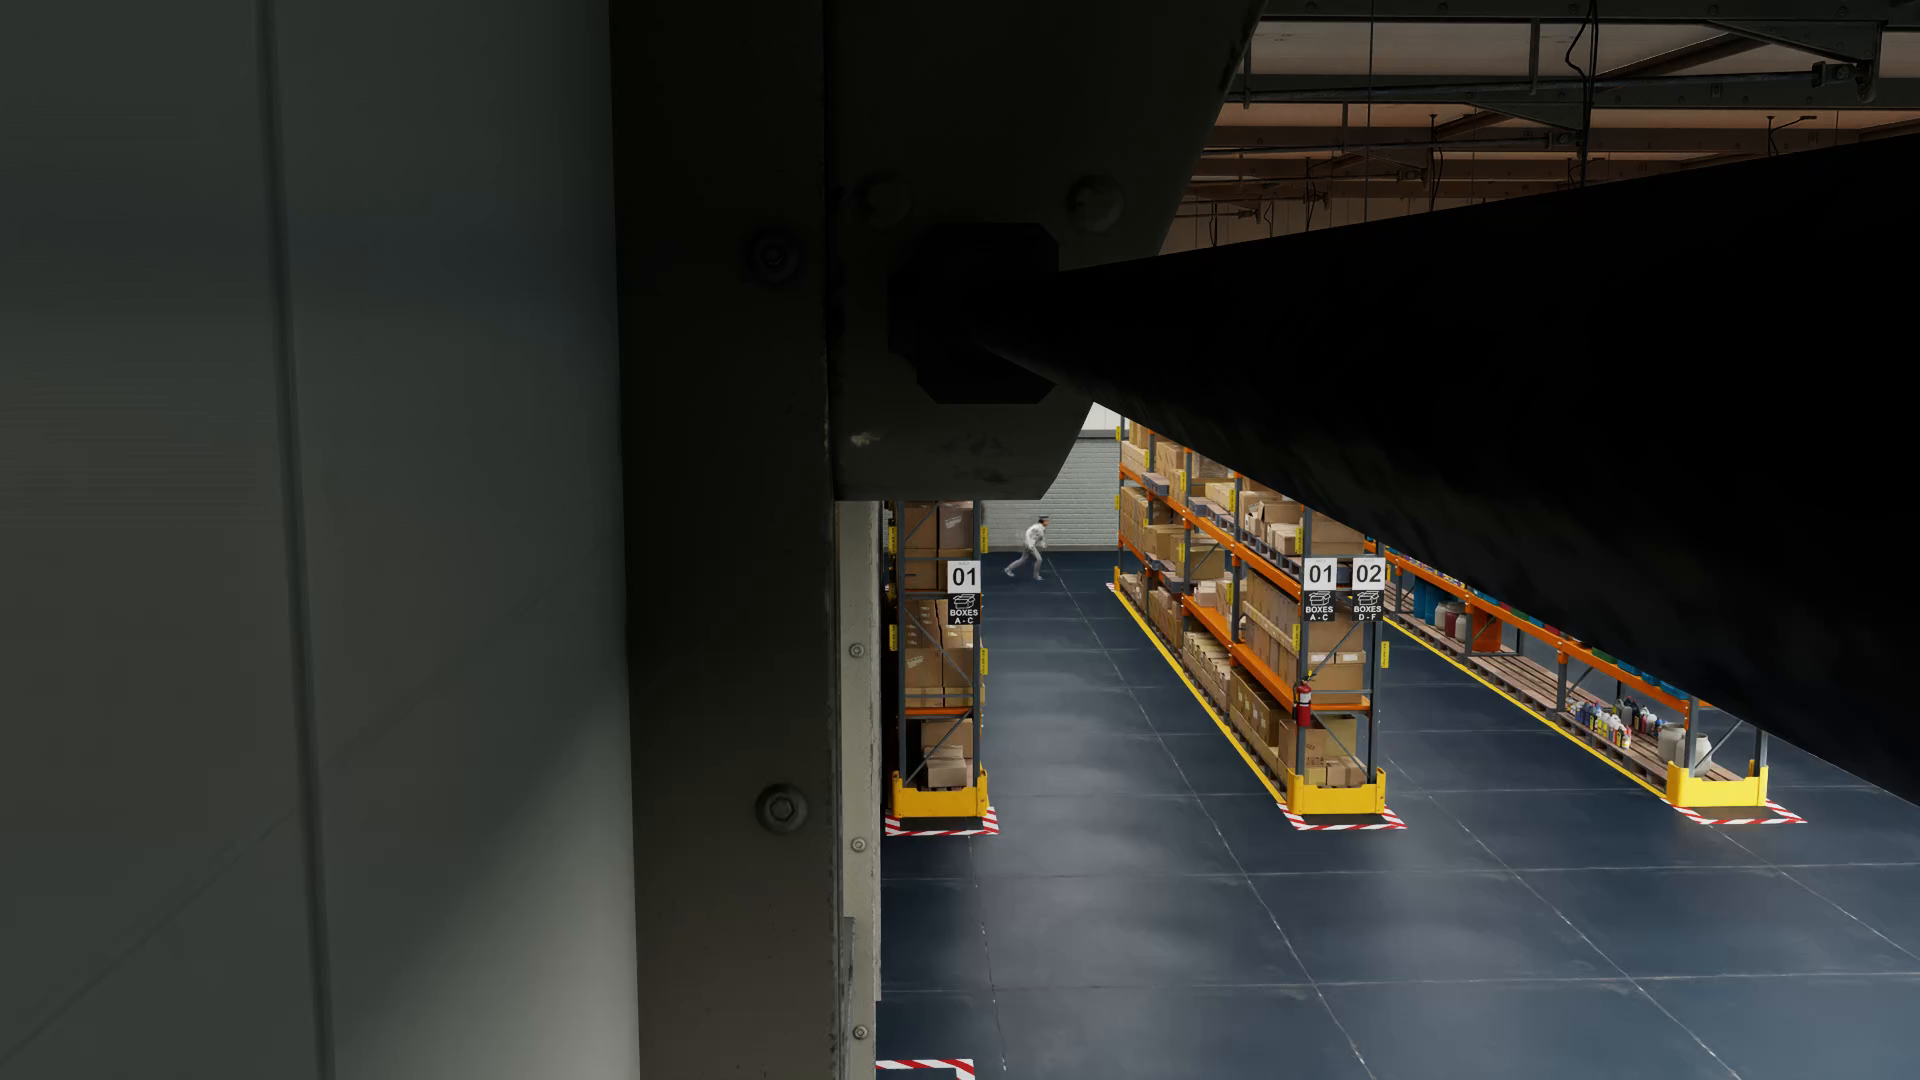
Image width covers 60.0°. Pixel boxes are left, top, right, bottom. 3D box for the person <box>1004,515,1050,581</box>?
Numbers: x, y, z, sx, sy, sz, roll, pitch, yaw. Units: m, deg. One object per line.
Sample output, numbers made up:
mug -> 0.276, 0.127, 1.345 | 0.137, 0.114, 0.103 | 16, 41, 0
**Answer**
person -> 1.527, 0.174, 37.807 | 1.042, 1.507, 0.605 | 2, 8, 13
